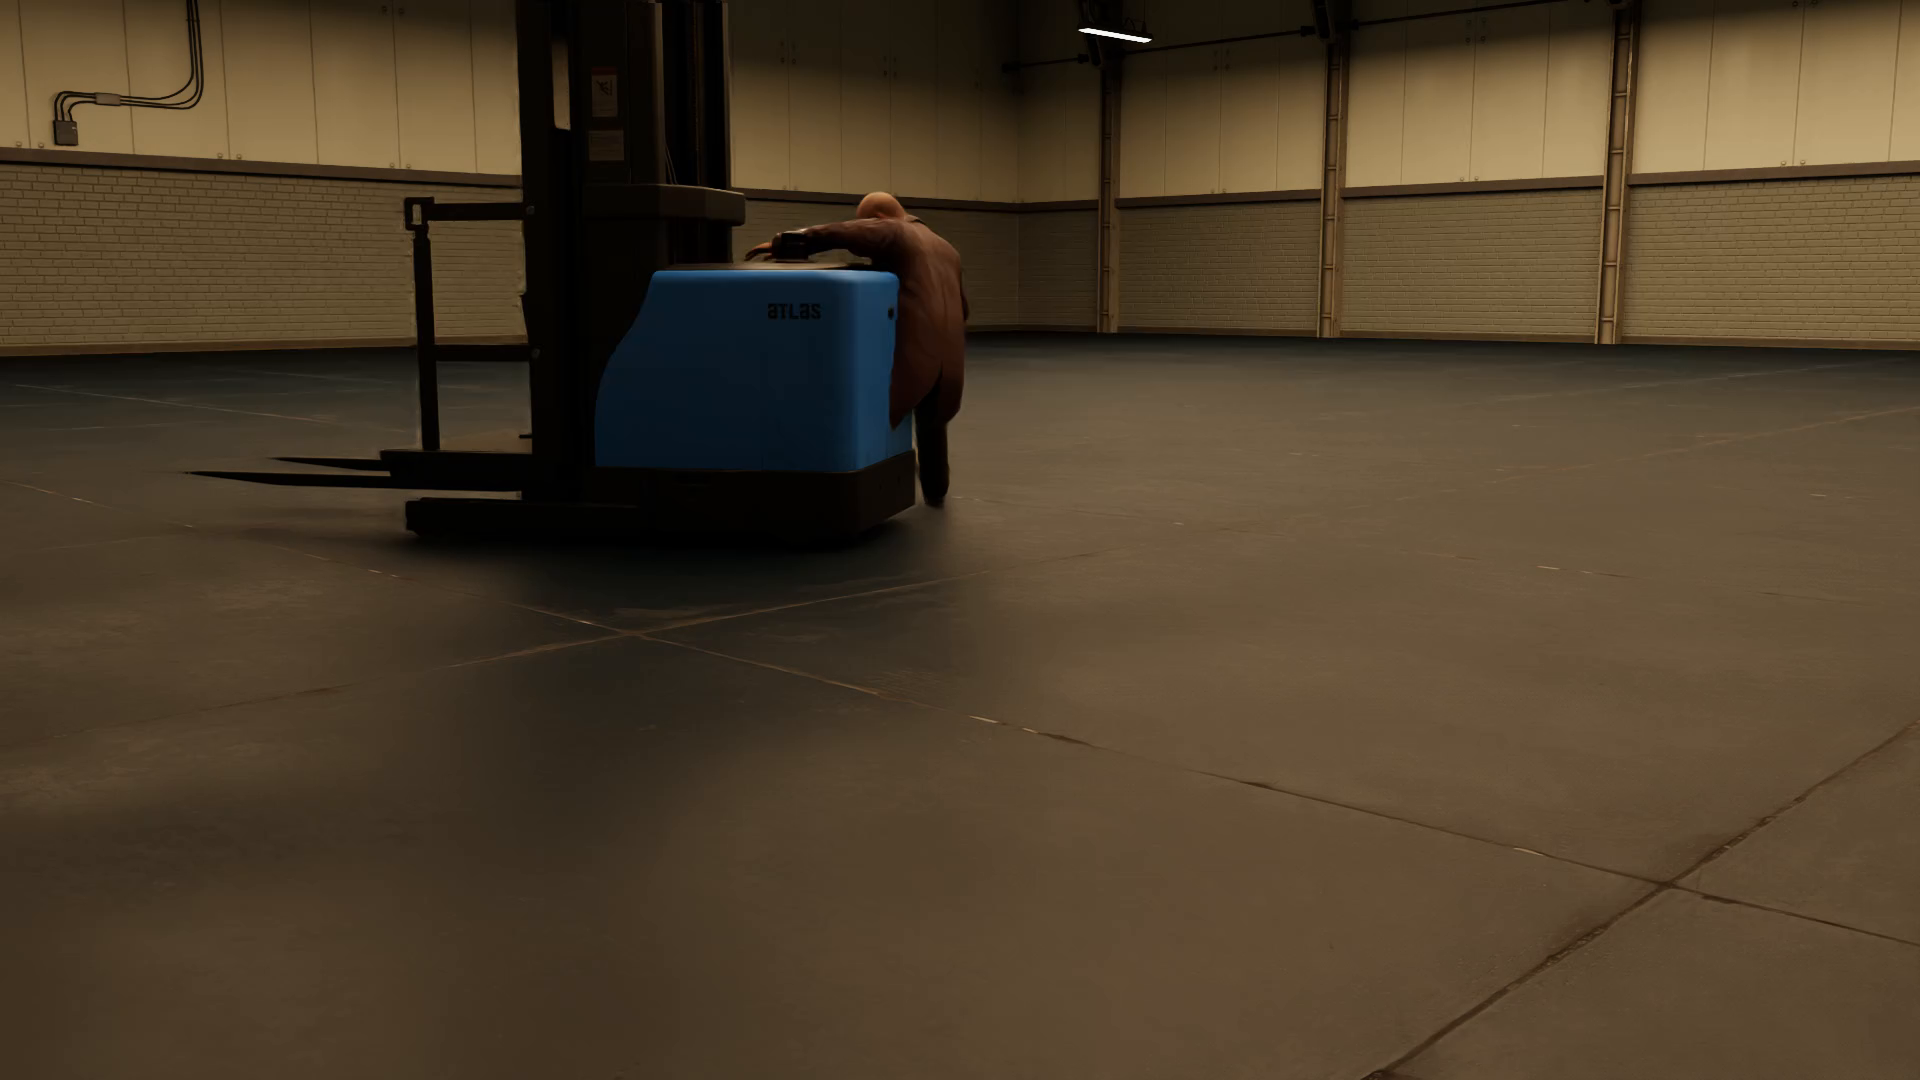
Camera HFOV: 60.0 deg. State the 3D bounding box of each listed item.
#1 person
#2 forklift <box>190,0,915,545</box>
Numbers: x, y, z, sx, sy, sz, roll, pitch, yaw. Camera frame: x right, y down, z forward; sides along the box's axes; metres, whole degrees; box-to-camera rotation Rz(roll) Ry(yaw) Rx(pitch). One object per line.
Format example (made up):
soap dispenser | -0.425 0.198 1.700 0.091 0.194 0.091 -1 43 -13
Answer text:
person | -0.341 -0.775 7.183 1.323 1.442 0.967 -8 11 -41
forklift | -1.768 -1.520 6.967 3.031 2.935 1.130 2 9 12
